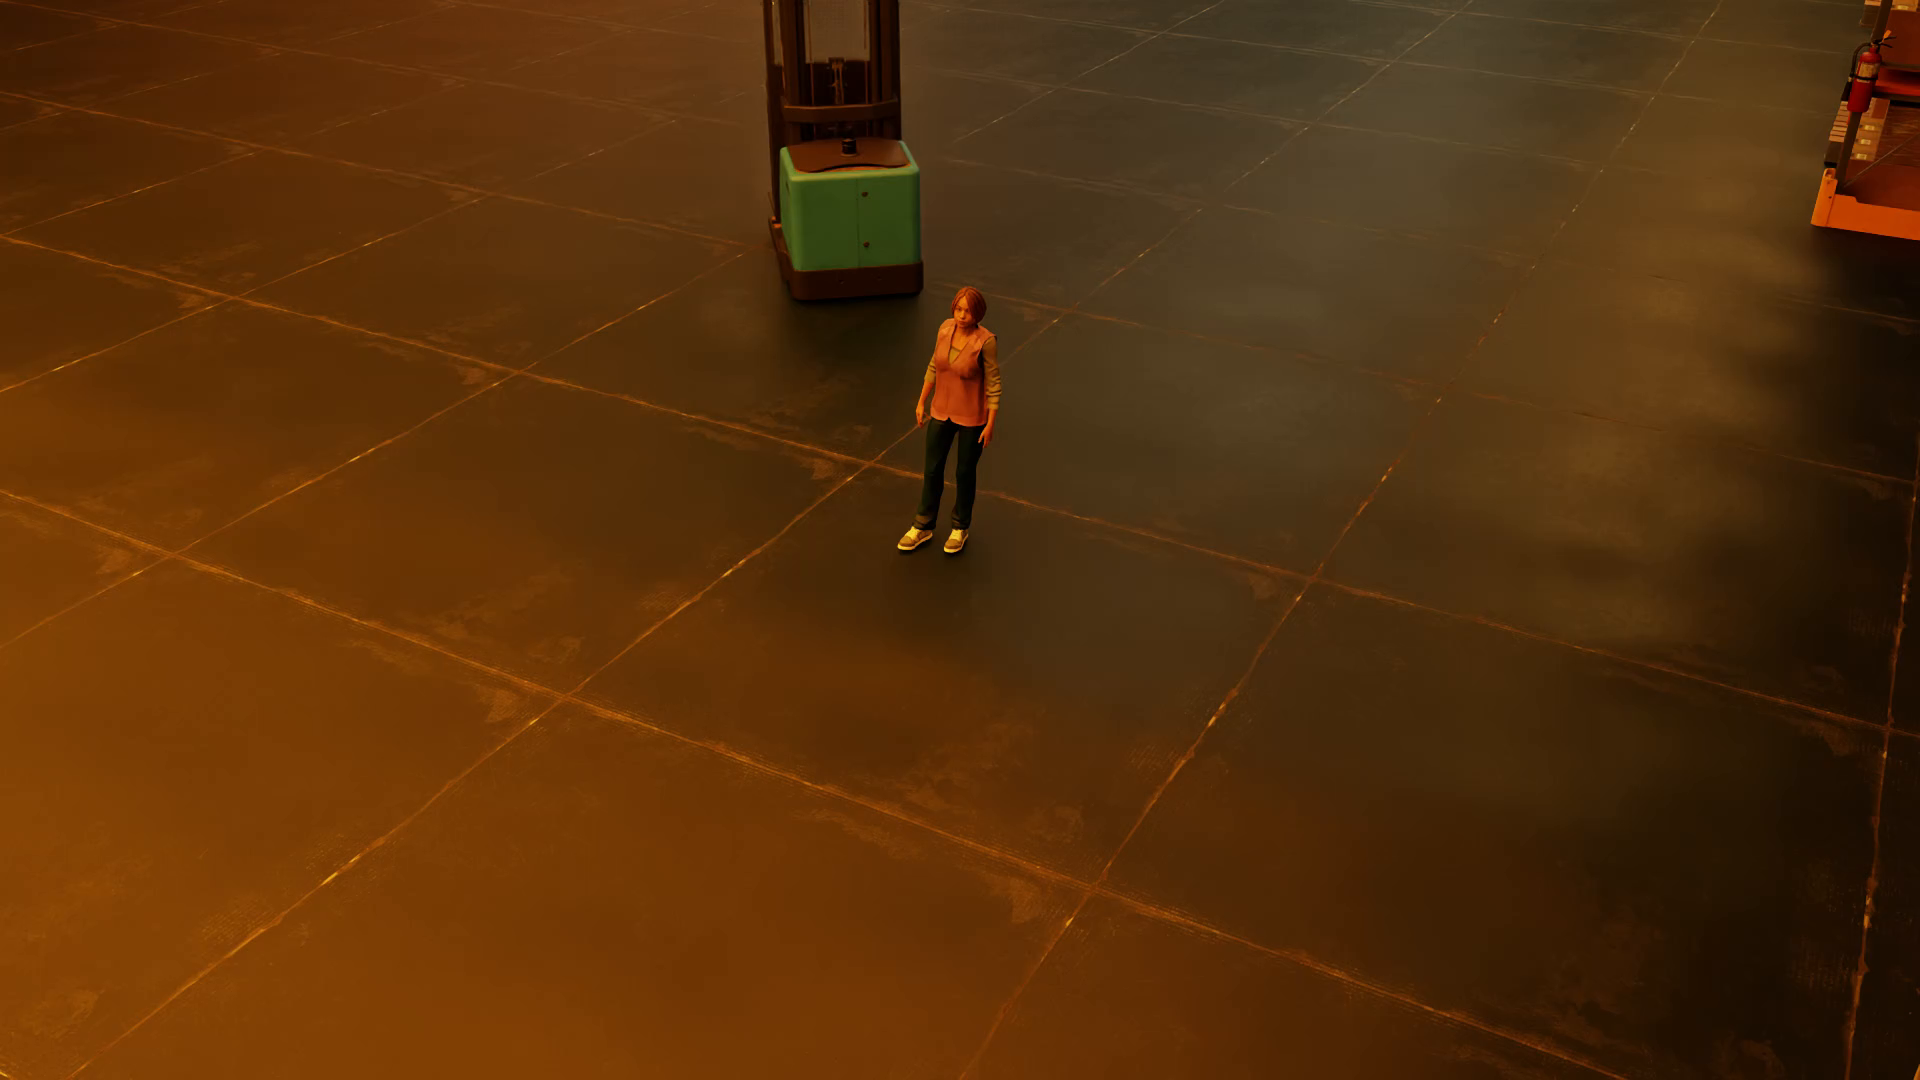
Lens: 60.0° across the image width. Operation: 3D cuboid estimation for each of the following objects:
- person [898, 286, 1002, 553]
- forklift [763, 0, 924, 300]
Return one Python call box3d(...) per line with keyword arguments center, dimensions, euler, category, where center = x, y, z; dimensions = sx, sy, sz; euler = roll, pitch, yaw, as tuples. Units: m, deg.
box3d(center=(-0.048, -0.669, 9.550), dimensions=(0.520, 1.597, 0.476), euler=(15, 33, 25), category="person")
box3d(center=(-1.079, -3.886, 13.804), dimensions=(1.130, 2.935, 3.031), euler=(-6, 30, -10), category="forklift")
